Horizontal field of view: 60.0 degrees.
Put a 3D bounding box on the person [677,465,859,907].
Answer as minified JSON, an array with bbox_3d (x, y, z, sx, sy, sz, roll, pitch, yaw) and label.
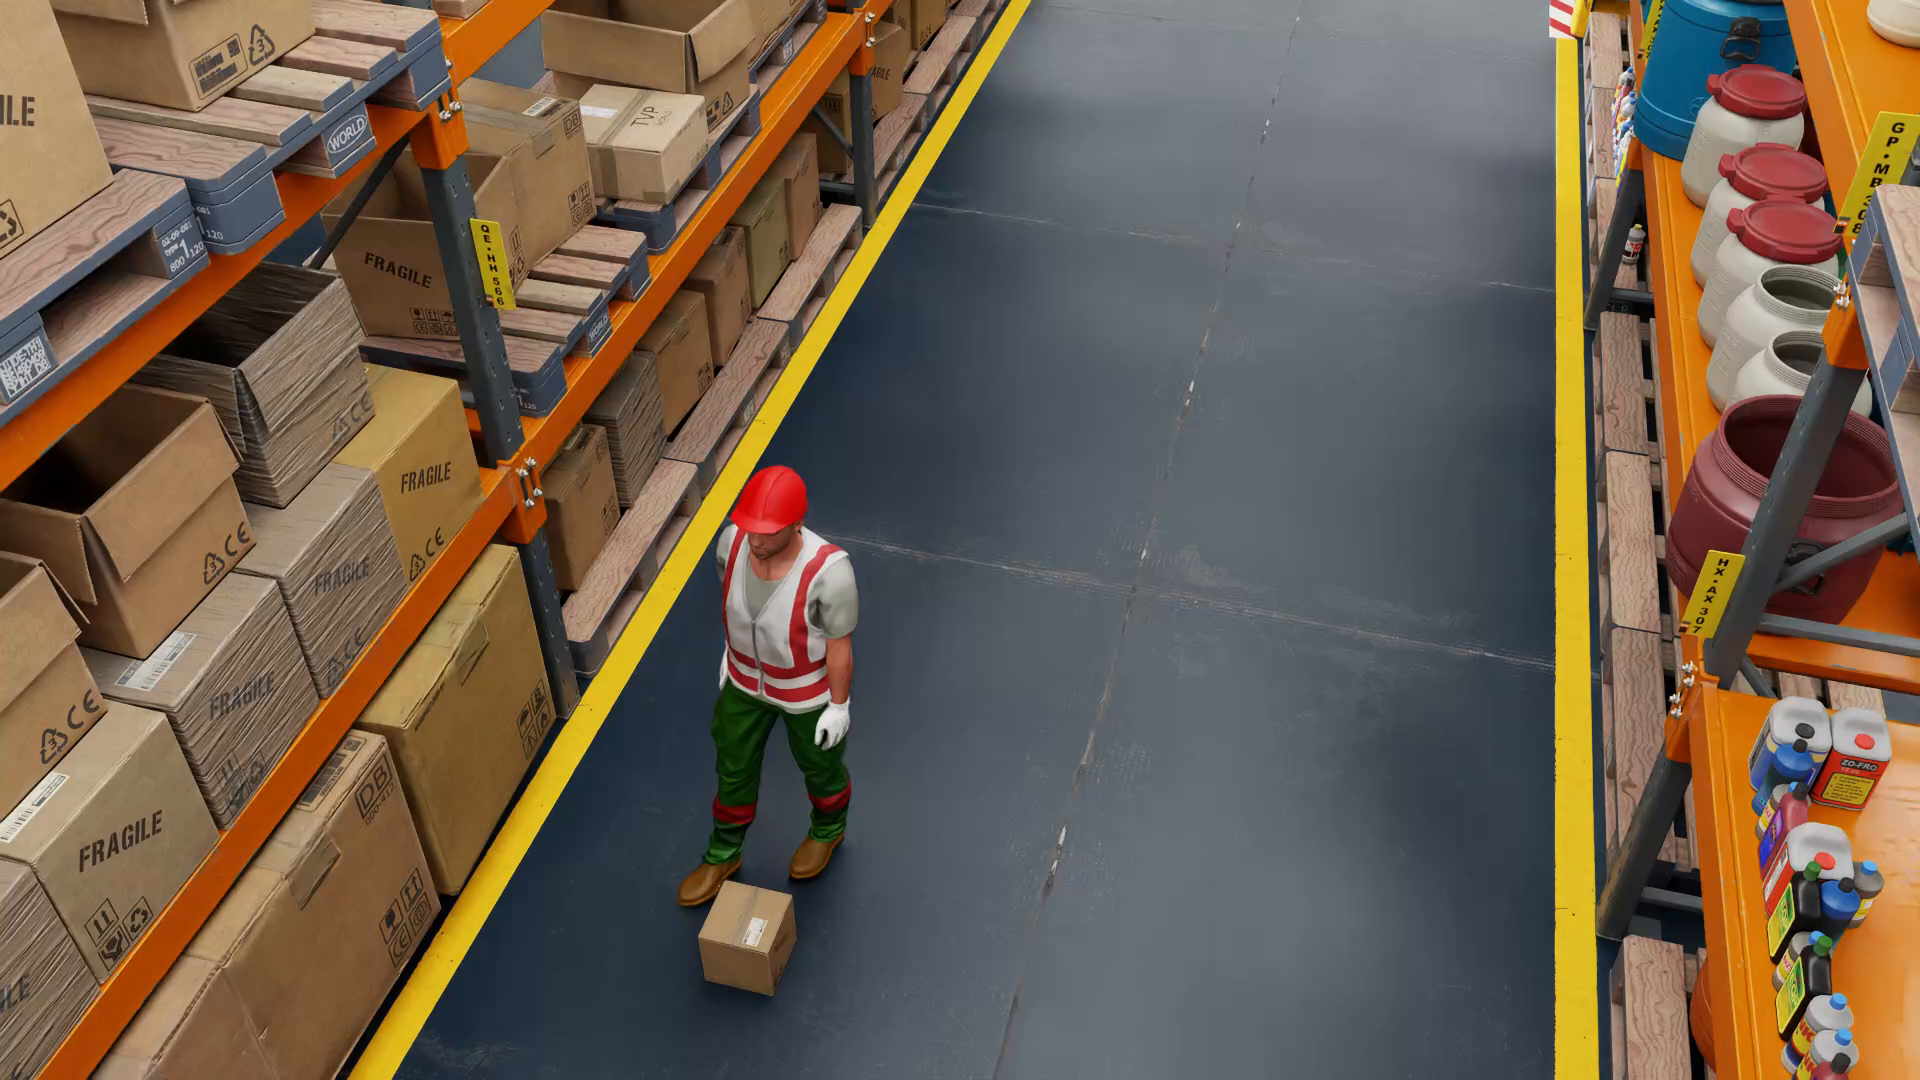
[{"bbox_3d":[-0.658,0.546,5.490,0.566,1.791,0.600,17,44,19],"label":"person"}]
